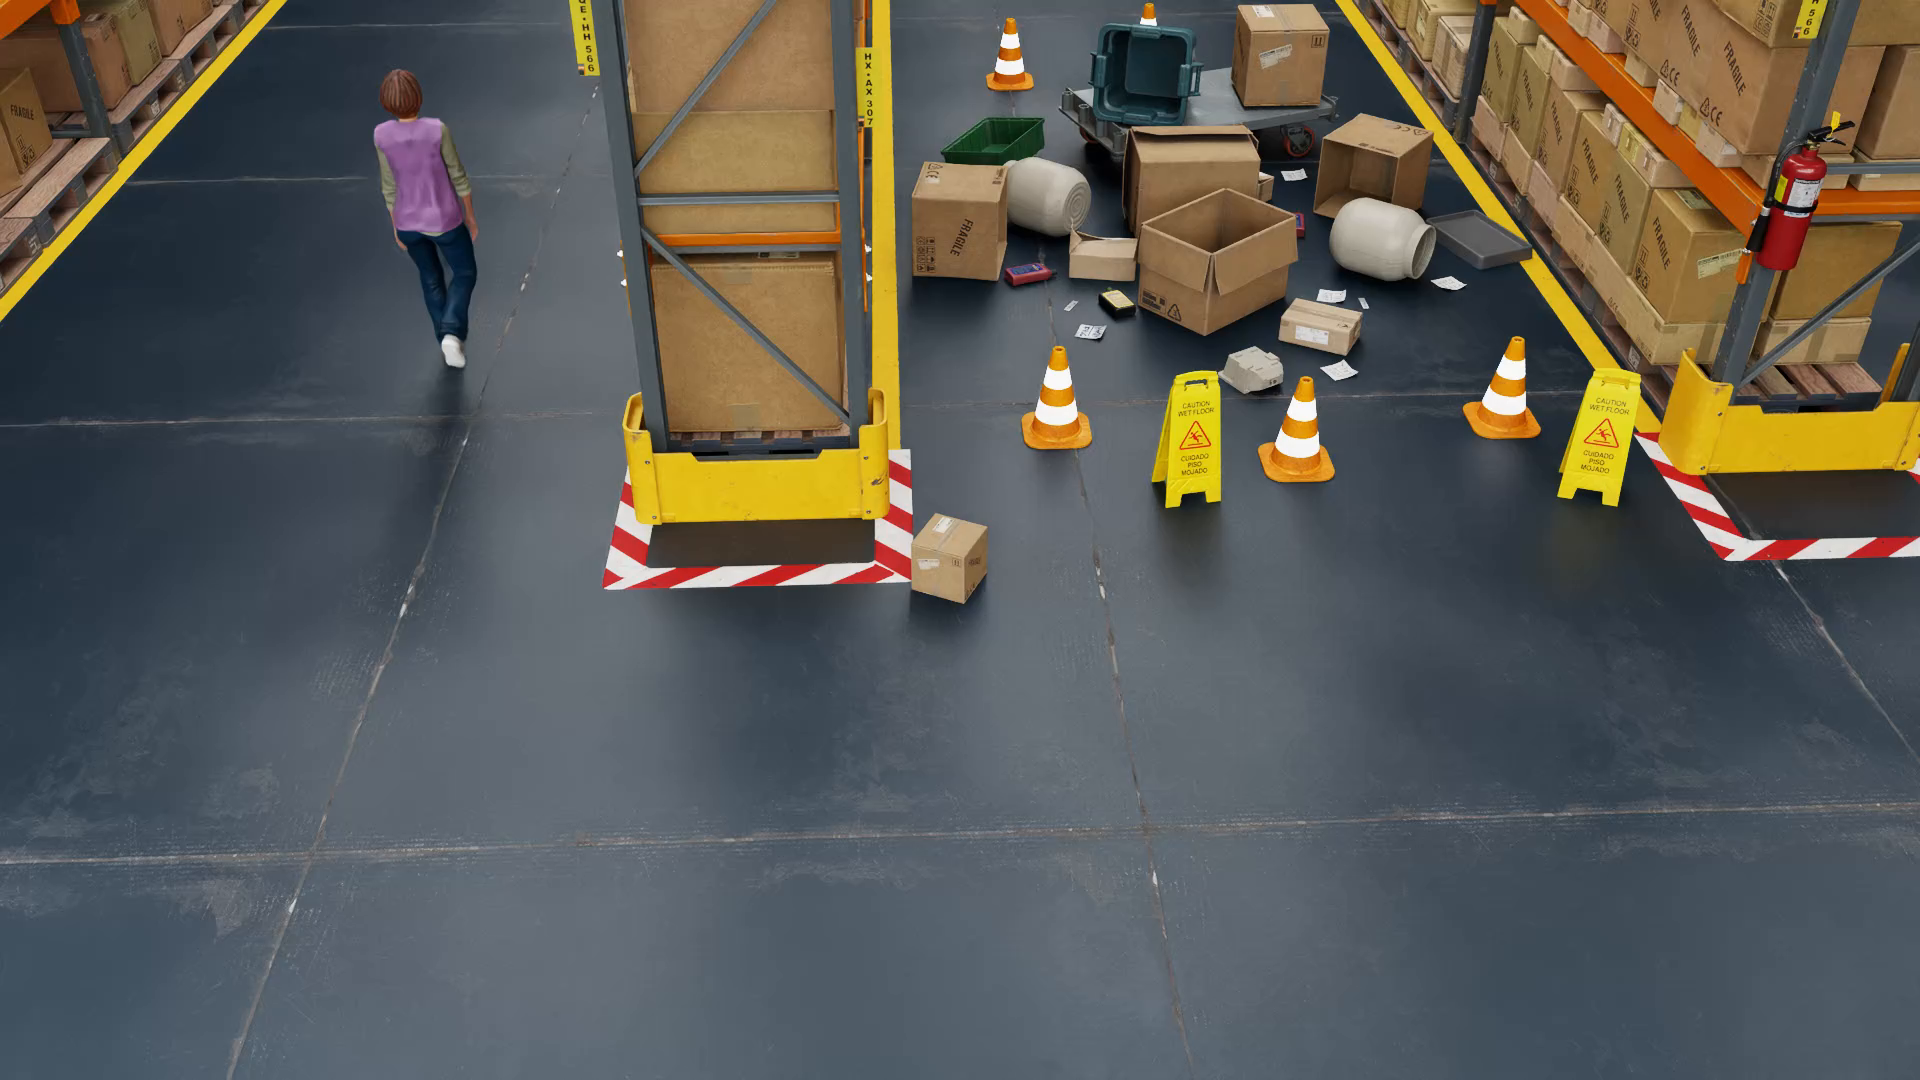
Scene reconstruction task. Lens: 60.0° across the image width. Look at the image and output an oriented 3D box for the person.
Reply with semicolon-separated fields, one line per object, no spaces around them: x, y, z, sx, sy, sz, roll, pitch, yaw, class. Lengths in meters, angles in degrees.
-2.639;-1.577;8.321;0.422;1.580;0.647;-4;36;-5;person
